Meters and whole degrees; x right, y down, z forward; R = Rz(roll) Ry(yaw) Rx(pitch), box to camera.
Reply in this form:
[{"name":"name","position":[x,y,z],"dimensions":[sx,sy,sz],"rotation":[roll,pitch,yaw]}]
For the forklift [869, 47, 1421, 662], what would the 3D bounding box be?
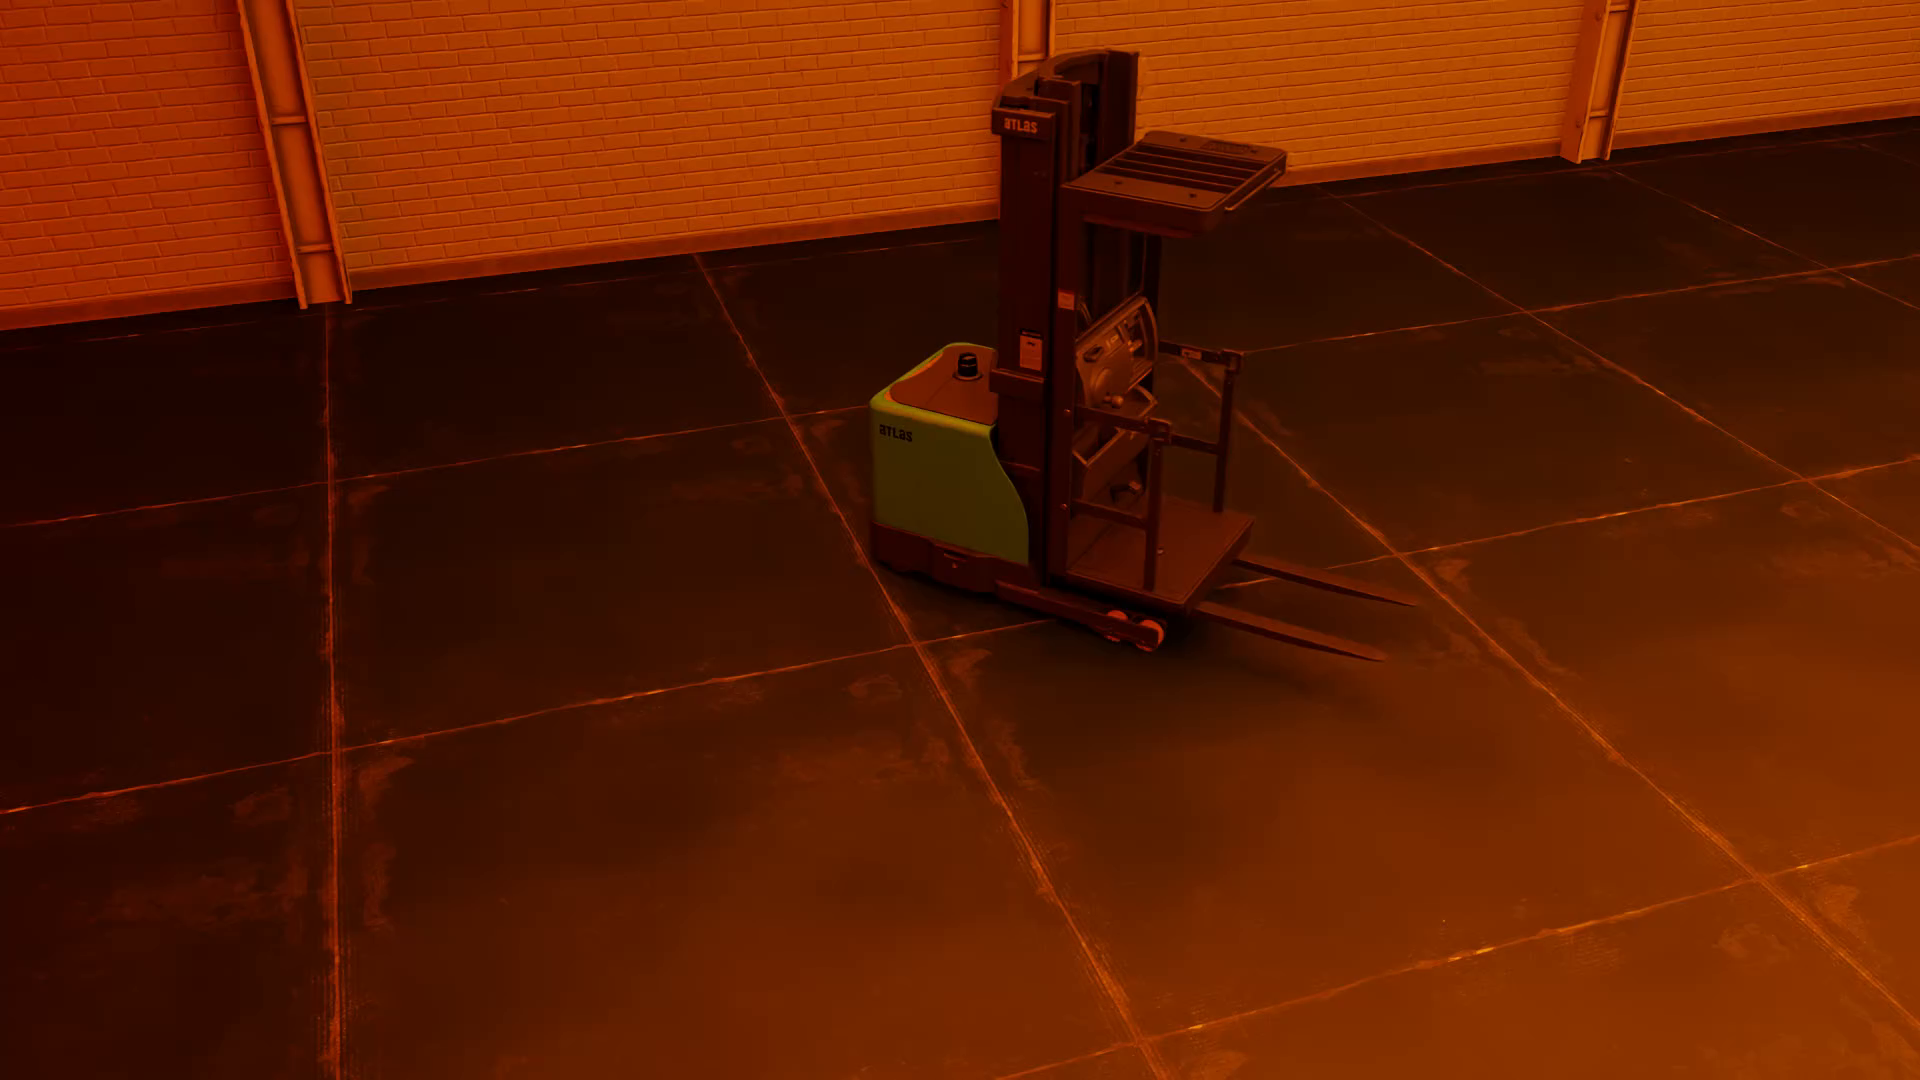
[{"name":"forklift","position":[1.016,-0.974,8.780],"dimensions":[3.031,2.935,1.130],"rotation":[16,33,25]}]
